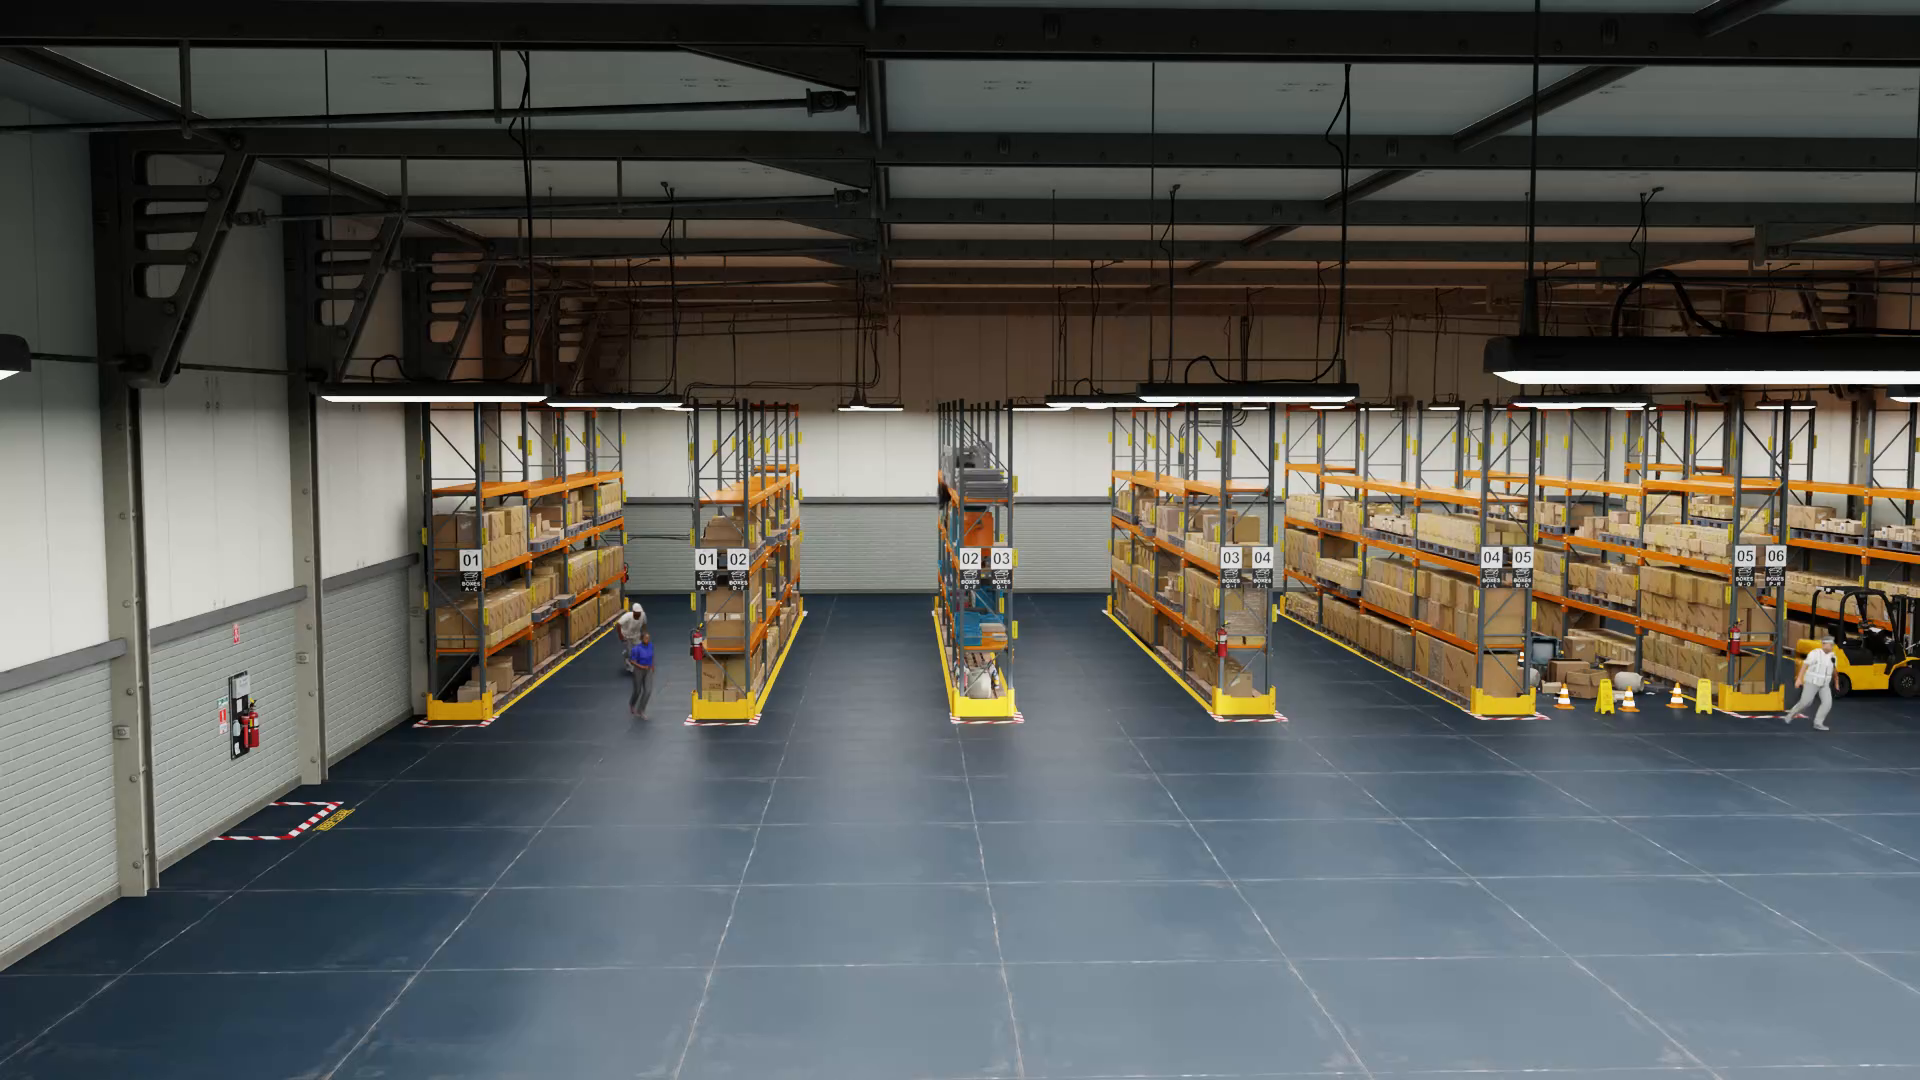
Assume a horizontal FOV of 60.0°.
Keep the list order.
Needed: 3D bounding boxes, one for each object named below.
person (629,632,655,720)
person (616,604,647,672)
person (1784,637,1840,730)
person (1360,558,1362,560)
[{"bbox_3d":[-6.040,2.533,31.449,0.562,1.663,0.758,-3,5,-34],"label":"person"},{"bbox_3d":[-7.299,2.154,36.845,0.714,1.562,1.017,-3,5,-34],"label":"person"},{"bbox_3d":[15.515,2.571,30.258,0.743,1.701,0.749,-1,4,-13],"label":"person"},{"bbox_3d":[11.443,1.273,47.522,0.720,1.665,0.694,-2,5,-25],"label":"person"}]
